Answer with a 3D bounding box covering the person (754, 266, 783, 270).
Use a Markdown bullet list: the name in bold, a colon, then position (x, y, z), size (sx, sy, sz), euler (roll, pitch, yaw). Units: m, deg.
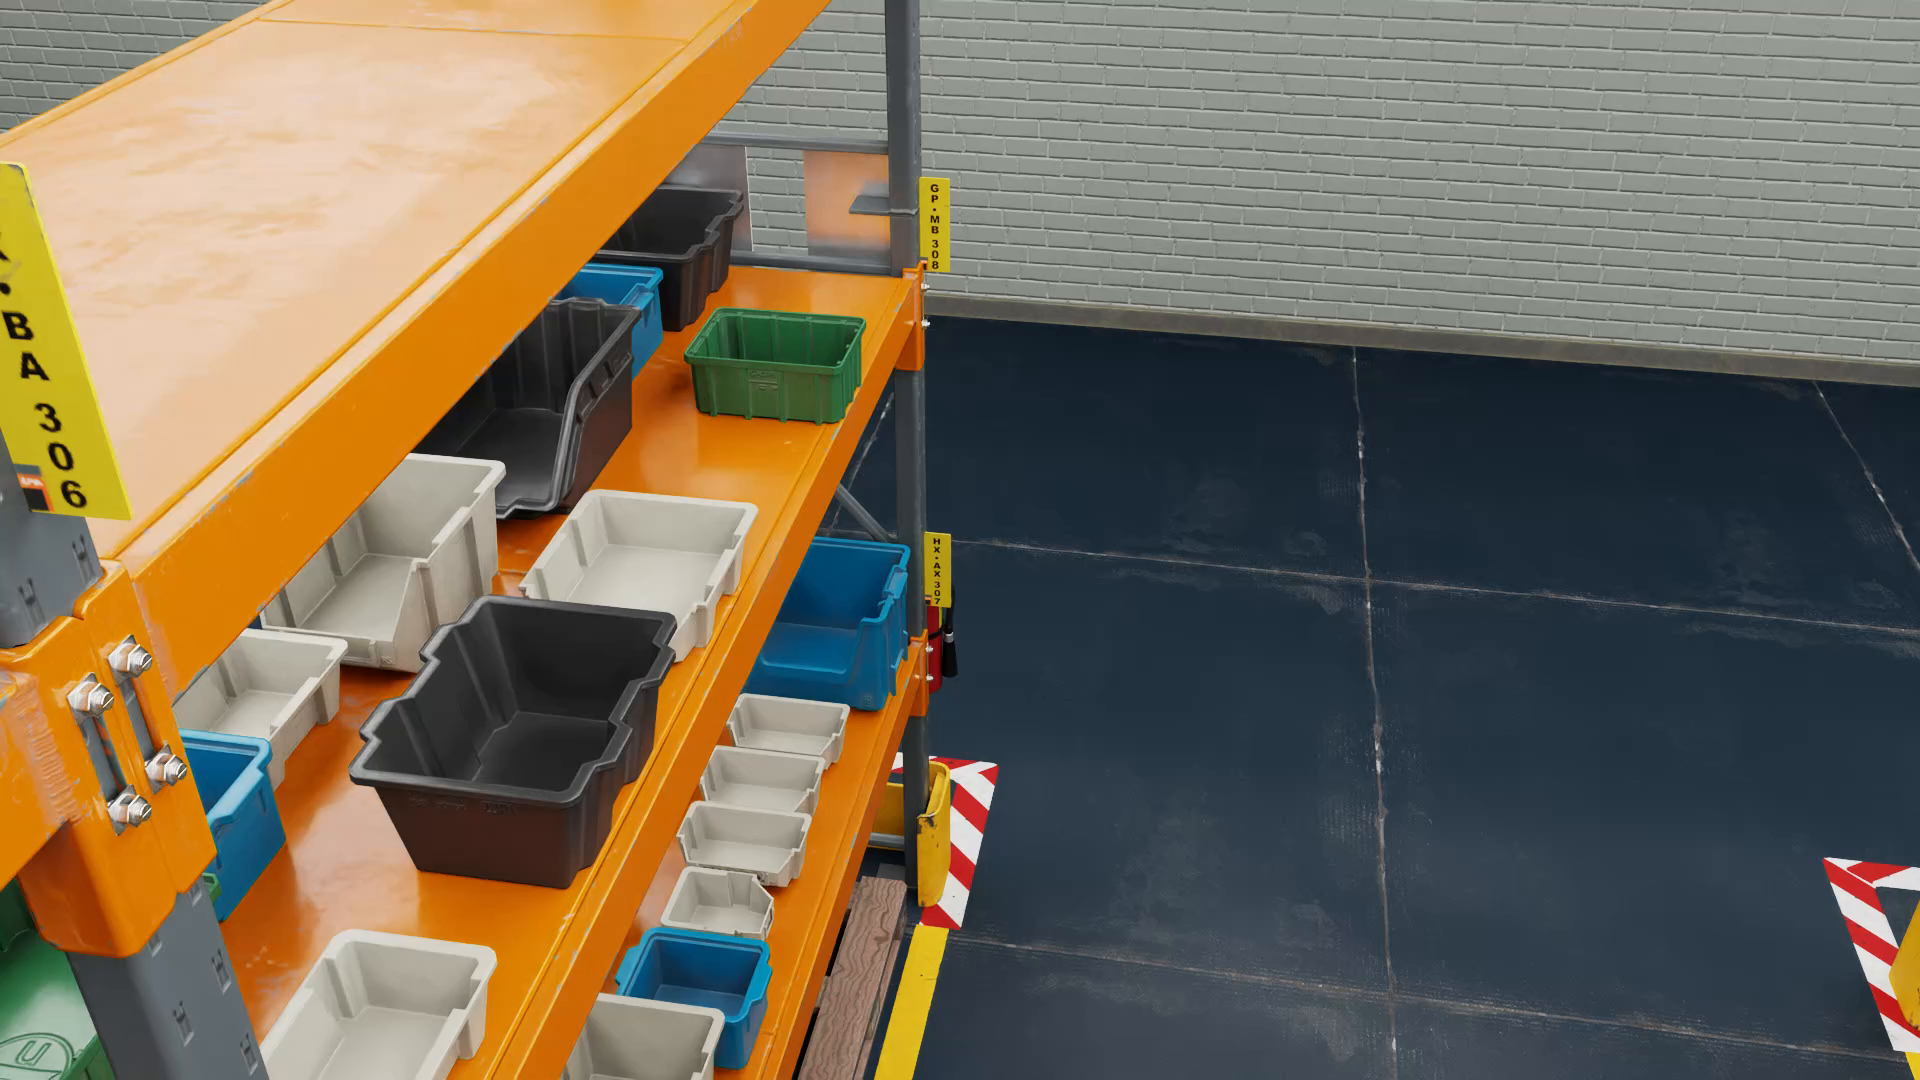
- **person**: position (-0.990, -0.652, 8.757), size (0.671, 1.754, 0.653), euler (-18, 36, -26)
